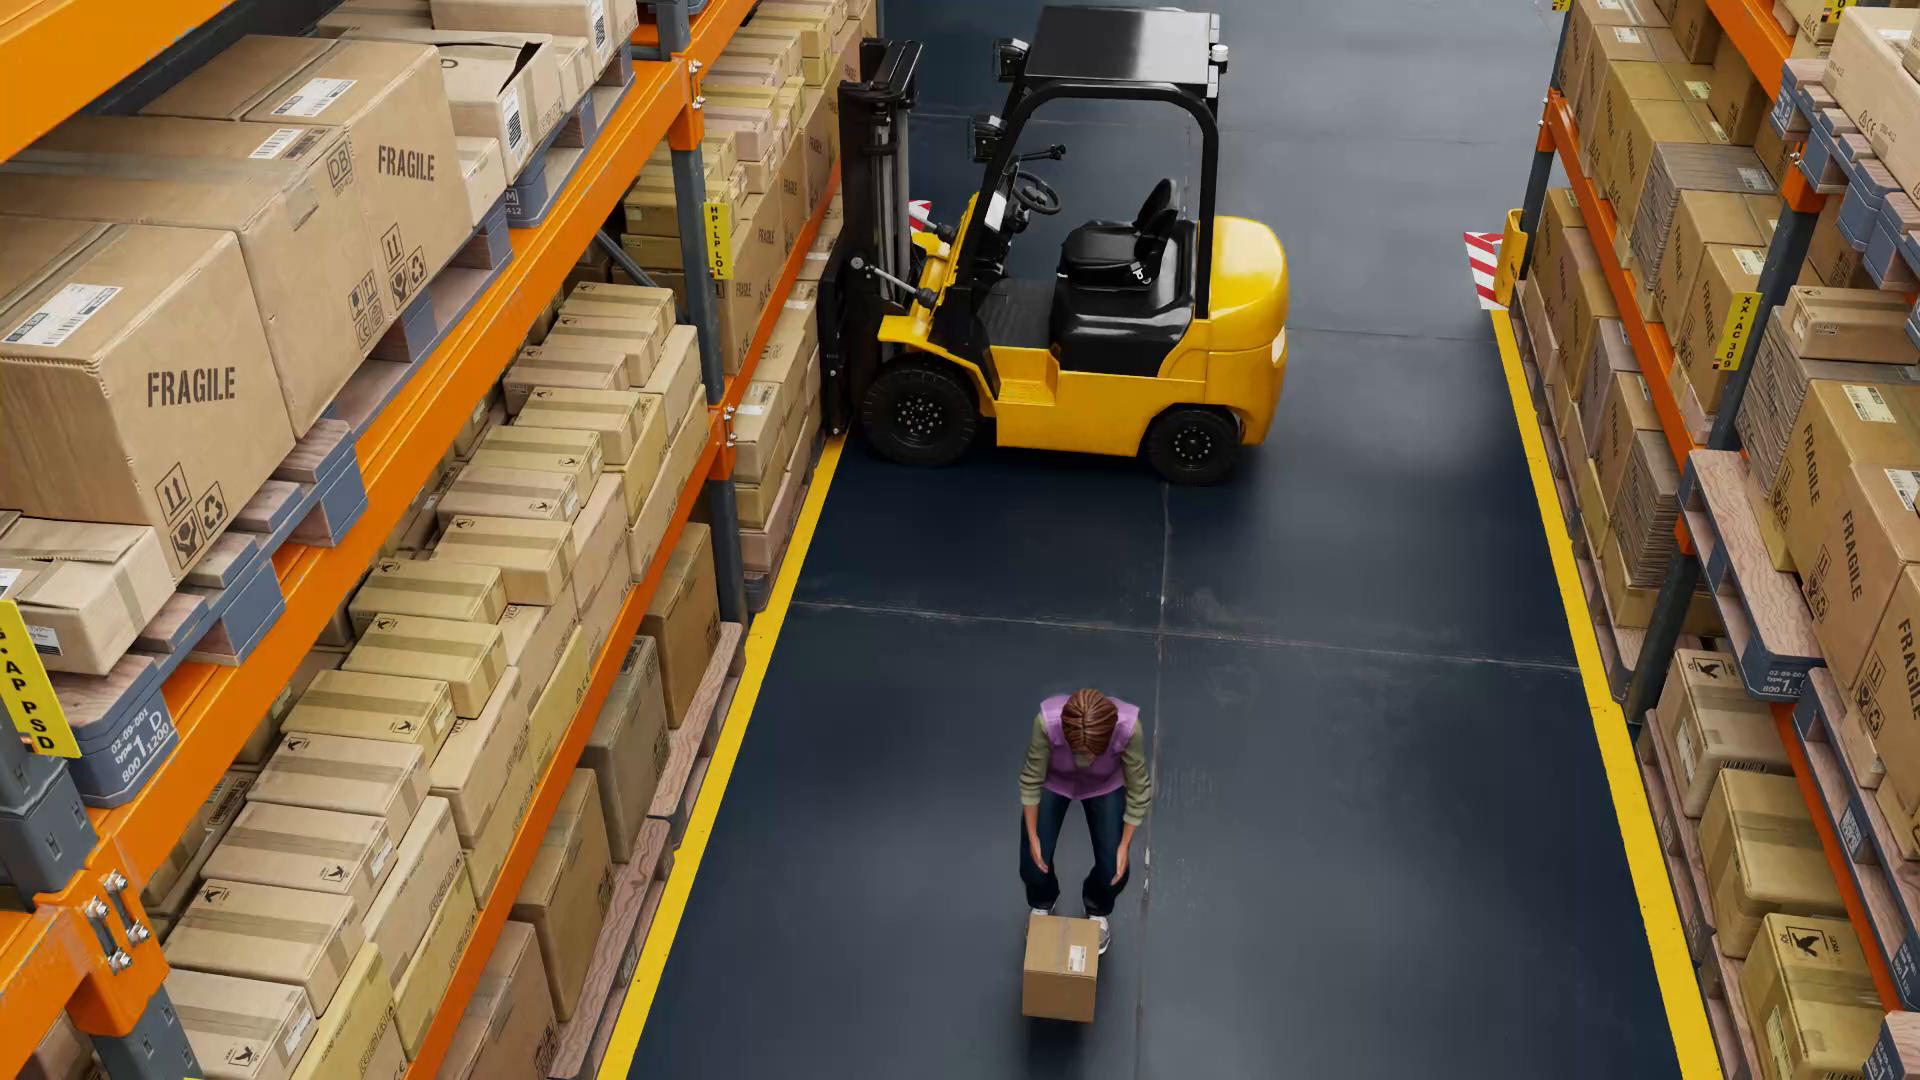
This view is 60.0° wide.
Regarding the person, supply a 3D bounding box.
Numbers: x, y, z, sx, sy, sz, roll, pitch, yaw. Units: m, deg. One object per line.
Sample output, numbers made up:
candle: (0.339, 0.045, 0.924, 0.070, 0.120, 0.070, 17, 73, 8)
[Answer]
person: (0.445, 0.956, 5.952, 0.460, 1.376, 0.601, 5, 37, 6)
